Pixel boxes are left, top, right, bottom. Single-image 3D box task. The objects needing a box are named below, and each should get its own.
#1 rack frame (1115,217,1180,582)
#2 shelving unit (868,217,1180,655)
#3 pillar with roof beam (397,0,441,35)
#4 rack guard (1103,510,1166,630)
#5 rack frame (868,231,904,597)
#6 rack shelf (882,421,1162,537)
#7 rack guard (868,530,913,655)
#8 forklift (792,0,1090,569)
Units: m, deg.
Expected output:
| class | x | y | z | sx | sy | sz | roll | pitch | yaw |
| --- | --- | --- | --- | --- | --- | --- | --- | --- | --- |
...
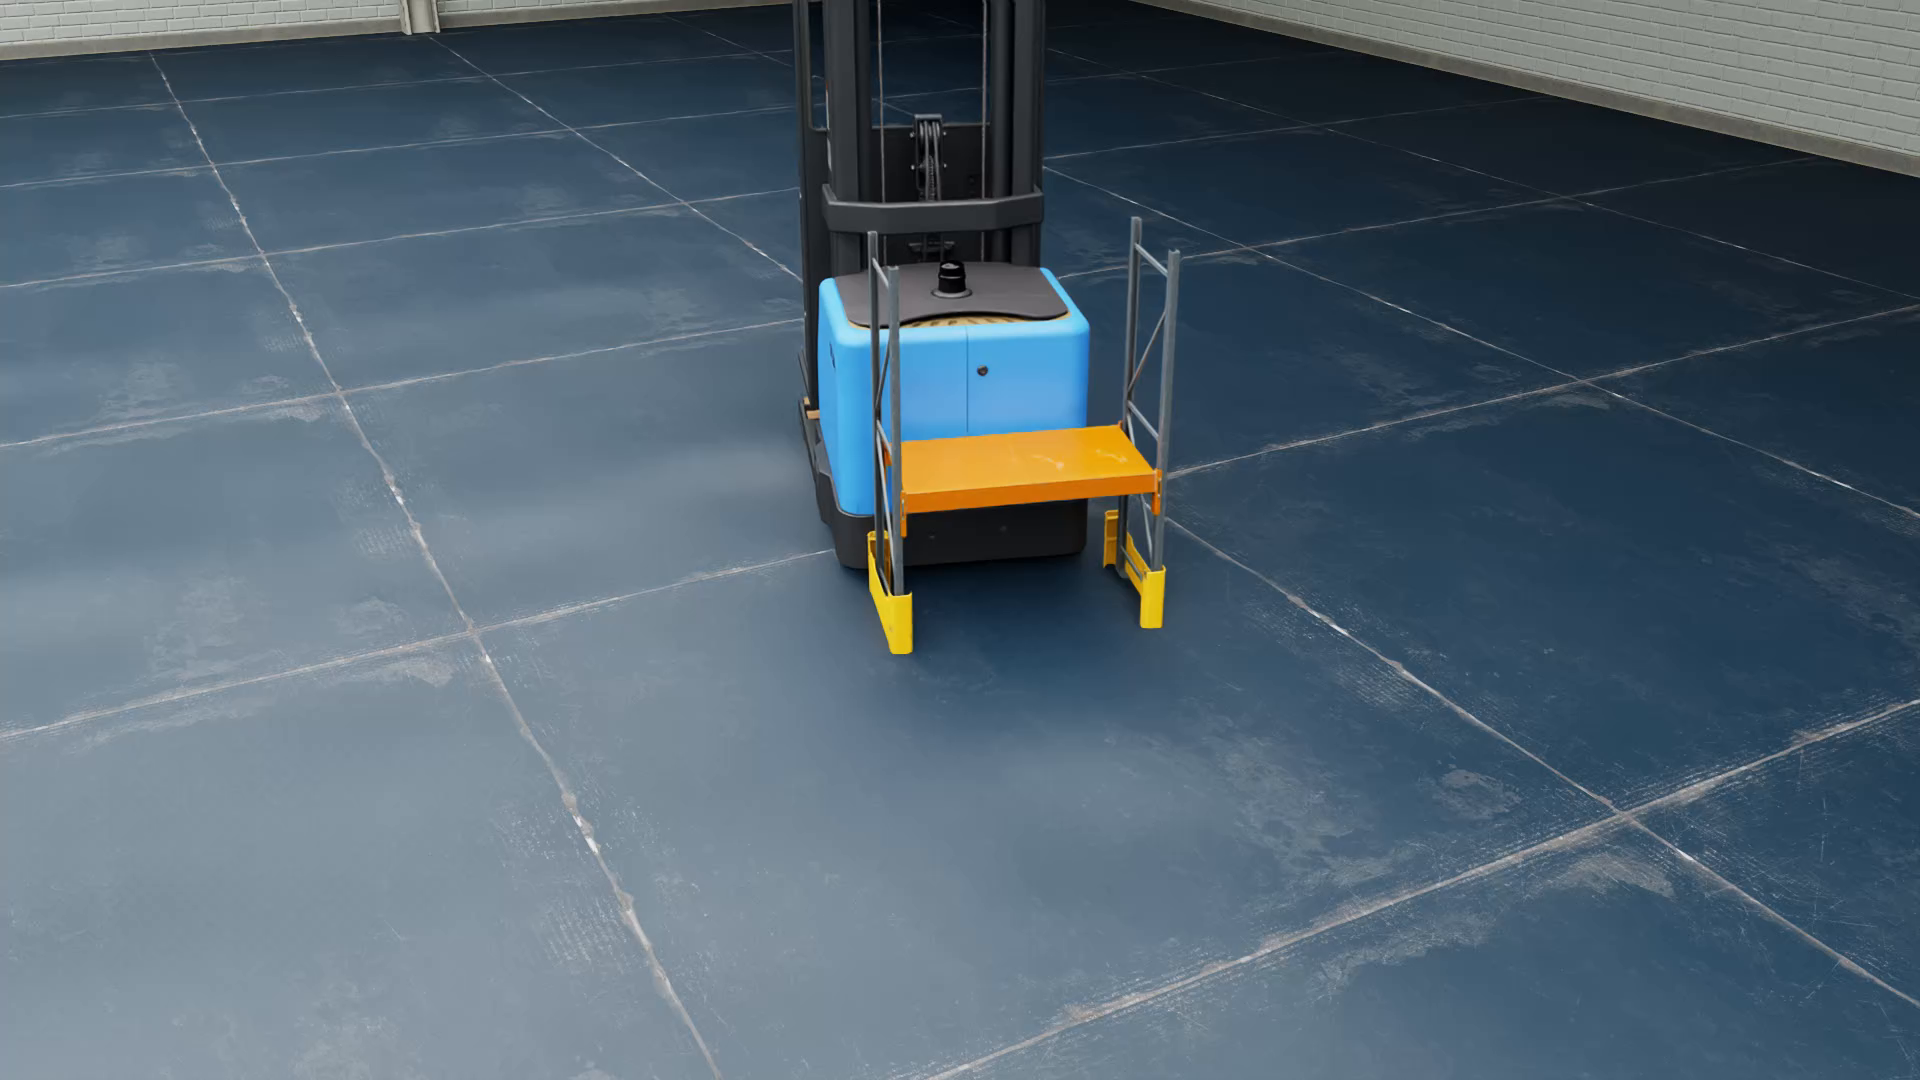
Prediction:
| class | x | y | z | sx | sy | sz | roll | pitch | yaw |
| --- | --- | --- | --- | --- | --- | --- | --- | --- | --- |
| rack frame | 0.719 | -0.452 | 6.459 | 0.032 | 1.500 | 0.500 | -5 | 26 | -10 |
| shelving unit | 0.212 | -0.407 | 6.365 | 1.083 | 1.500 | 0.587 | -5 | 26 | -10 |
| pillar with roof beam | -4.444 | -8.517 | 14.592 | 0.400 | 9.000 | 9.100 | -13 | 29 | -25 |
| rack guard | 0.700 | 0.113 | 6.726 | 0.087 | 0.250 | 0.587 | -5 | 26 | -10 |
| rack frame | -0.277 | -0.363 | 6.274 | 0.032 | 1.500 | 0.500 | -5 | 26 | -10 |
| rack shelf | 0.221 | -0.245 | 6.444 | 1.000 | 0.185 | 0.538 | -5 | 26 | -10 |
| rack guard | -0.276 | 0.200 | 6.544 | 0.087 | 0.250 | 0.587 | -5 | 26 | -10 |
| forklift | -0.214 | -1.813 | 7.639 | 1.130 | 2.935 | 3.031 | -4 | 26 | -8 |
